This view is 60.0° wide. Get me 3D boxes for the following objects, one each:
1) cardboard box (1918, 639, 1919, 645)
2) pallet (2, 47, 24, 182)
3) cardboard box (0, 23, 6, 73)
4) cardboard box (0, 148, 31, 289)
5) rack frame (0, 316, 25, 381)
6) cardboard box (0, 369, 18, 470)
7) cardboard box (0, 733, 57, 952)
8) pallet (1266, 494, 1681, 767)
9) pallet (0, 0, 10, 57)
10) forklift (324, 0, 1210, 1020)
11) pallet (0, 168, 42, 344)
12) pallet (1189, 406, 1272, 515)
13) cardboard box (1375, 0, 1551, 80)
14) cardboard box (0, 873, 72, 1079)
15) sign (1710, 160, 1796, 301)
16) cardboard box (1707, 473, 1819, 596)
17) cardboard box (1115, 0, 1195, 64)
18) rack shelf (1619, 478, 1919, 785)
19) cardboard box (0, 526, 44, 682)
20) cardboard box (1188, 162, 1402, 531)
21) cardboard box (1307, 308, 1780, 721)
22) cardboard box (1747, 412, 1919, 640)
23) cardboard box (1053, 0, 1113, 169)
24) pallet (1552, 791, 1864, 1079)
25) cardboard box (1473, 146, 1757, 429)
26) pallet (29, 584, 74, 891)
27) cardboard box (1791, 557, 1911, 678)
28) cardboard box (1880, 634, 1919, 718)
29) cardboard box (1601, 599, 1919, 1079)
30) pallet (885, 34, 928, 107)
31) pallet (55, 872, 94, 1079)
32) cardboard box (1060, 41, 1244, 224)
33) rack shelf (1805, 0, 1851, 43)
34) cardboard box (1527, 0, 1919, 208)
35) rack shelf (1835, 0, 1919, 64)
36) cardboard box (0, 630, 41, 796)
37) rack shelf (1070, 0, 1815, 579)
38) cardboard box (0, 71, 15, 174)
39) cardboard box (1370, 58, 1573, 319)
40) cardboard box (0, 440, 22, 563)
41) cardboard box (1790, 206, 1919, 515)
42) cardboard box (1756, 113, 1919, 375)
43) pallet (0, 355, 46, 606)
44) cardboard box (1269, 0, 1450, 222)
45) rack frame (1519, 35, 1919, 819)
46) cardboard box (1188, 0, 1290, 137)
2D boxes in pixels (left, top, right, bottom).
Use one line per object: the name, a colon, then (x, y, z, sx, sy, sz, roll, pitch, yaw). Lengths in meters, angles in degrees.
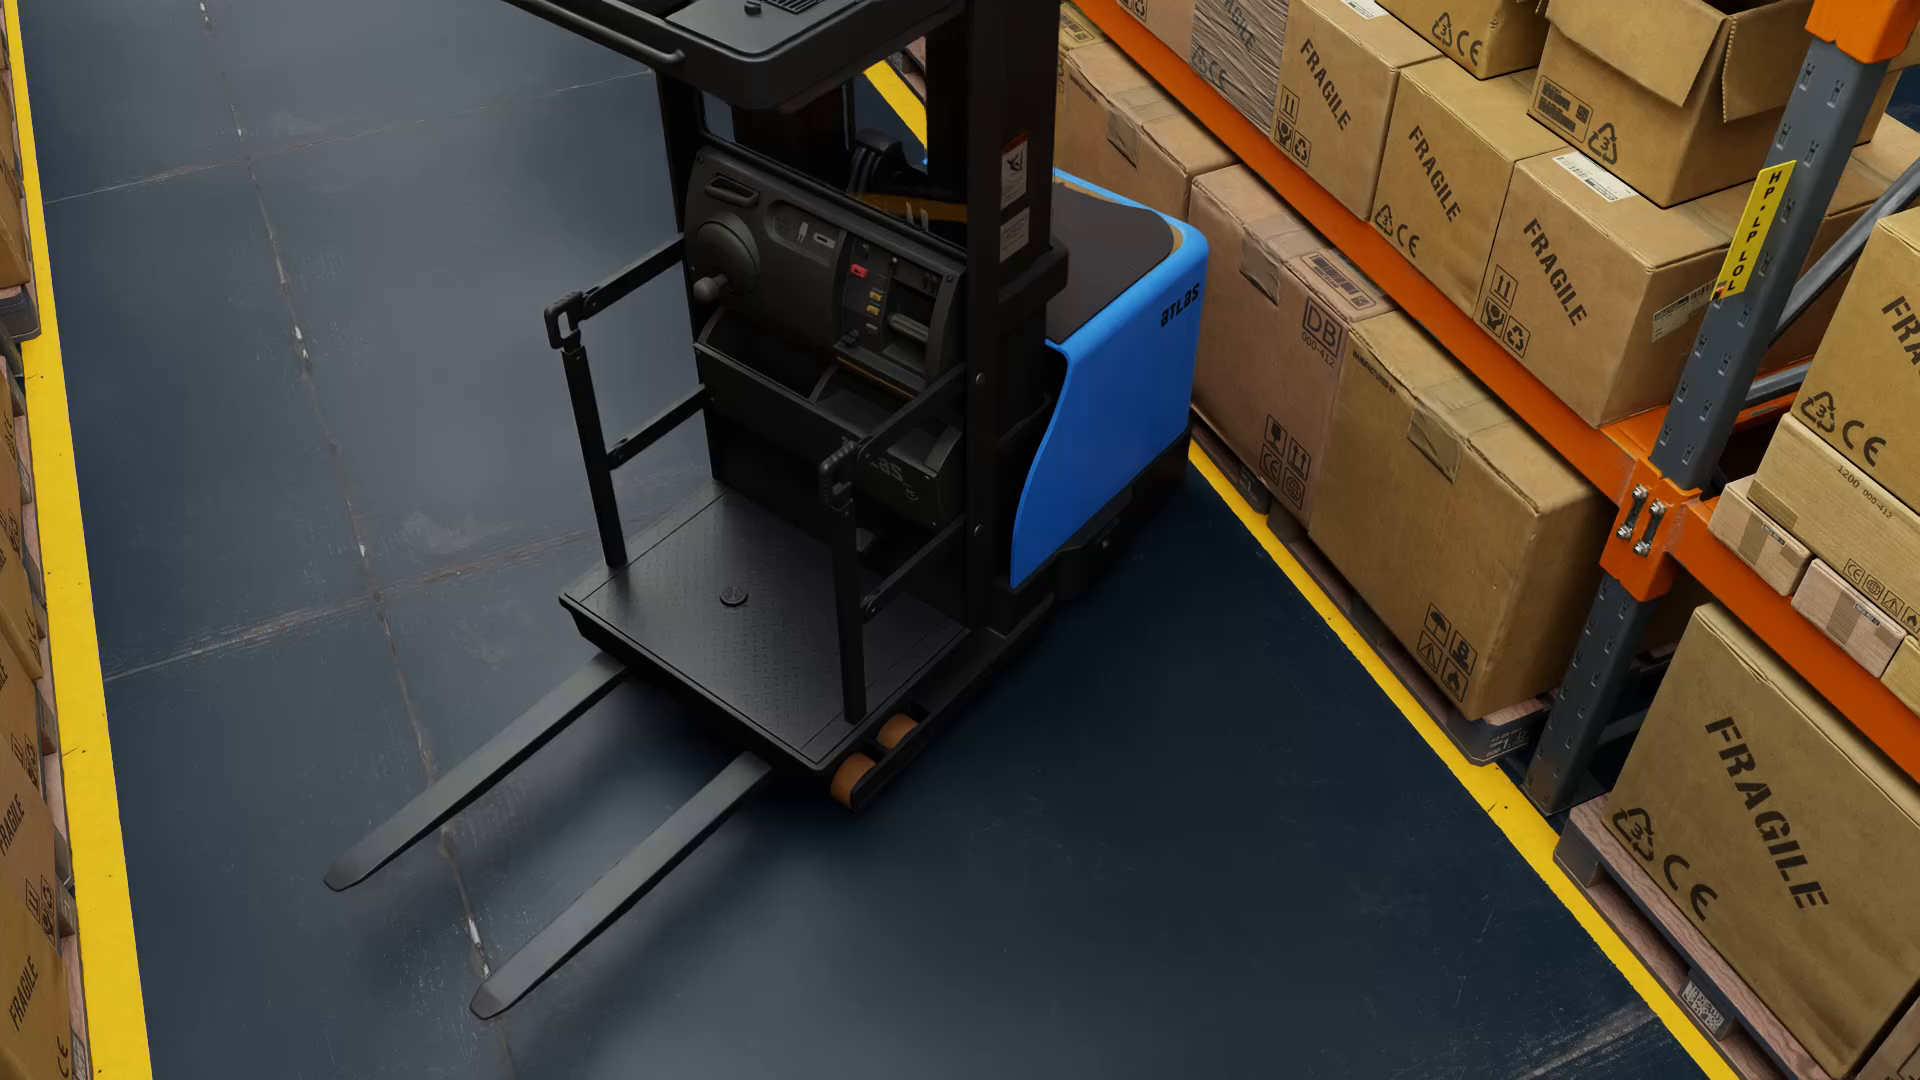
cardboard box: (2.323, 0.212, 3.294, 0.500, 0.250, 0.500, -18, 47, -18)
pallet: (-4.838, -1.887, 7.512, 1.003, 0.211, 1.213, -18, 47, -17)
cardboard box: (-5.003, -2.492, 7.442, 1.050, 0.750, 0.750, -18, 47, -17)
cardboard box: (-4.240, -1.342, 6.277, 1.050, 0.750, 0.750, -19, 48, -18)
rack frame: (-4.066, -1.579, 5.214, 1.000, 3.000, 0.127, -18, 47, -17)
cardboard box: (-3.552, -0.496, 5.598, 0.500, 0.500, 0.500, -18, 47, -18)
cardboard box: (-2.678, 0.825, 4.259, 0.500, 0.500, 0.500, -16, 47, -16)
pallet: (1.766, 0.093, 5.506, 1.003, 0.211, 1.213, -18, 47, -17)
pallet: (-5.355, -2.666, 8.301, 1.003, 0.211, 1.213, -18, 47, -17)
forklift: (-0.516, -0.645, 4.317, 1.130, 2.935, 3.031, 29, 52, 26)
pallet: (-4.329, -1.111, 6.726, 1.003, 0.211, 1.213, -18, 47, -17)
pallet: (1.249, -0.686, 6.295, 1.003, 0.211, 1.213, -18, 47, -17)
cardboard box: (1.604, -1.668, 4.520, 0.797, 0.503, 0.637, -18, 47, -17)
cardboard box: (-2.454, 1.161, 3.918, 0.500, 0.500, 0.500, -16, 47, -16)
sign: (1.670, -0.648, 3.503, 0.100, 0.325, 0.005, -18, 47, -17)
cardboard box: (1.981, -0.054, 3.848, 0.380, 0.149, 0.250, -18, 47, -17)
cardboard box: (0.872, -1.971, 5.541, 0.500, 0.500, 0.500, -19, 48, -18)
rack shelf: (2.999, 1.100, 3.011, 1.077, 0.370, 4.000, -18, 47, -17)
cardboard box: (-3.100, 0.168, 4.925, 0.500, 0.500, 0.500, -20, 48, -19)
cardboard box: (1.495, -0.795, 5.633, 1.225, 0.875, 0.875, -20, 48, -19)
cardboard box: (1.871, -0.225, 5.056, 1.225, 0.875, 0.875, -18, 47, -17)
cardboard box: (2.118, -0.106, 3.617, 0.500, 0.250, 0.500, -19, 48, -18)
cardboard box: (0.748, -1.927, 6.781, 1.225, 0.875, 0.875, -20, 48, -19)
pallet: (2.407, 1.070, 4.515, 1.003, 0.211, 1.213, -18, 47, -17)
cardboard box: (1.714, -0.683, 4.236, 0.500, 0.500, 0.500, -18, 47, -17)
pallet: (-3.230, 0.688, 4.902, 1.003, 0.211, 1.213, -18, 47, -17)
cardboard box: (2.092, 0.113, 3.678, 0.380, 0.149, 0.250, -20, 48, -19)
cardboard box: (2.203, 0.281, 3.508, 0.380, 0.149, 0.250, -17, 47, -16)
cardboard box: (2.363, 0.621, 4.199, 0.875, 0.875, 0.875, -18, 47, -17)
pallet: (0.149, -2.485, 8.118, 1.003, 0.211, 1.213, -18, 47, -17)
pallet: (-2.713, 1.467, 4.113, 1.003, 0.211, 1.213, -18, 47, -17)
cardboard box: (1.116, -1.356, 6.203, 1.225, 0.875, 0.875, -18, 47, -17)
rack shelf: (1.318, -2.516, 4.541, 1.077, 0.370, 4.000, -18, 47, -17)
cardboard box: (1.882, -1.228, 4.073, 0.797, 0.503, 0.637, -19, 48, -18)
rack shelf: (2.999, 0.033, 1.958, 1.077, 0.370, 4.000, -18, 47, -17)
cardboard box: (-2.911, 0.495, 4.594, 0.500, 0.500, 0.500, -17, 47, -17)
rack shelf: (1.318, -1.449, 5.595, 1.077, 0.370, 4.000, -18, 47, -17)
cardboard box: (-4.611, -1.898, 6.841, 1.050, 0.750, 0.750, -17, 47, -17)
cardboard box: (1.512, -1.001, 4.557, 0.500, 0.500, 0.500, -17, 47, -16)
cardboard box: (-3.337, -0.164, 5.262, 0.500, 0.500, 0.500, -16, 47, -16)
cardboard box: (2.128, -0.369, 3.349, 0.500, 0.500, 0.500, -18, 47, -17)
cardboard box: (2.192, -0.833, 4.387, 0.500, 0.500, 0.500, -18, 47, -17)
pallet: (-3.739, -0.088, 5.689, 1.003, 0.211, 1.213, -18, 47, -17)
cardboard box: (1.286, -1.331, 4.893, 0.500, 0.500, 0.500, -19, 48, -18)
rack frame: (2.159, -0.430, 4.050, 1.000, 3.000, 0.127, -18, 47, -17)
cardboard box: (1.080, -1.652, 5.218, 0.500, 0.500, 0.500, -18, 47, -17)
